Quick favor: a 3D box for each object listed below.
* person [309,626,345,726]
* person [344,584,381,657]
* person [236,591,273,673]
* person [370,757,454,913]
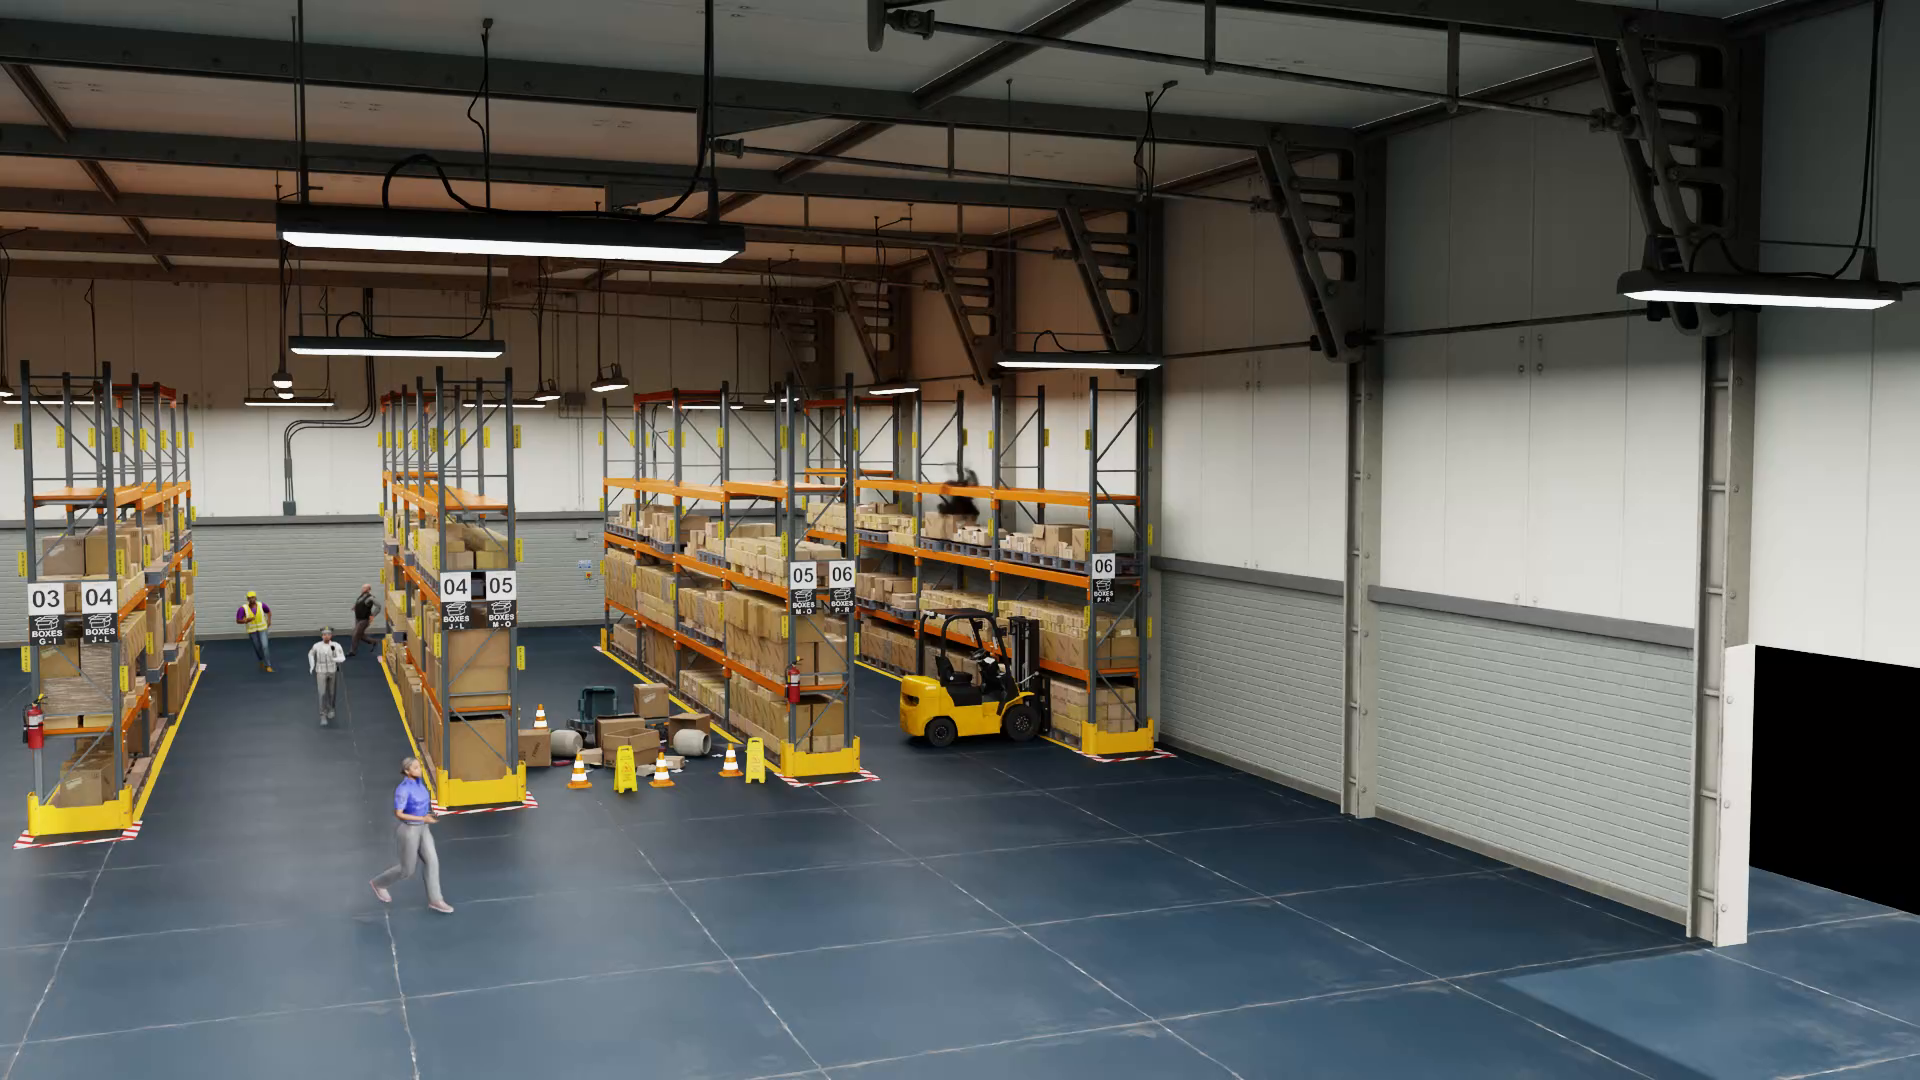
[{"bbox_3d":[-11.159,2.367,29.329,0.599,1.708,0.860,-1,4,-22],"label":"person"},{"bbox_3d":[-13.776,1.847,38.329,0.711,1.676,0.887,3,5,45],"label":"person"},{"bbox_3d":[-15.193,1.961,35.795,0.705,1.733,0.938,-2,4,-25],"label":"person"},{"bbox_3d":[-5.806,3.113,17.599,0.914,1.656,0.584,1,4,12],"label":"person"}]
